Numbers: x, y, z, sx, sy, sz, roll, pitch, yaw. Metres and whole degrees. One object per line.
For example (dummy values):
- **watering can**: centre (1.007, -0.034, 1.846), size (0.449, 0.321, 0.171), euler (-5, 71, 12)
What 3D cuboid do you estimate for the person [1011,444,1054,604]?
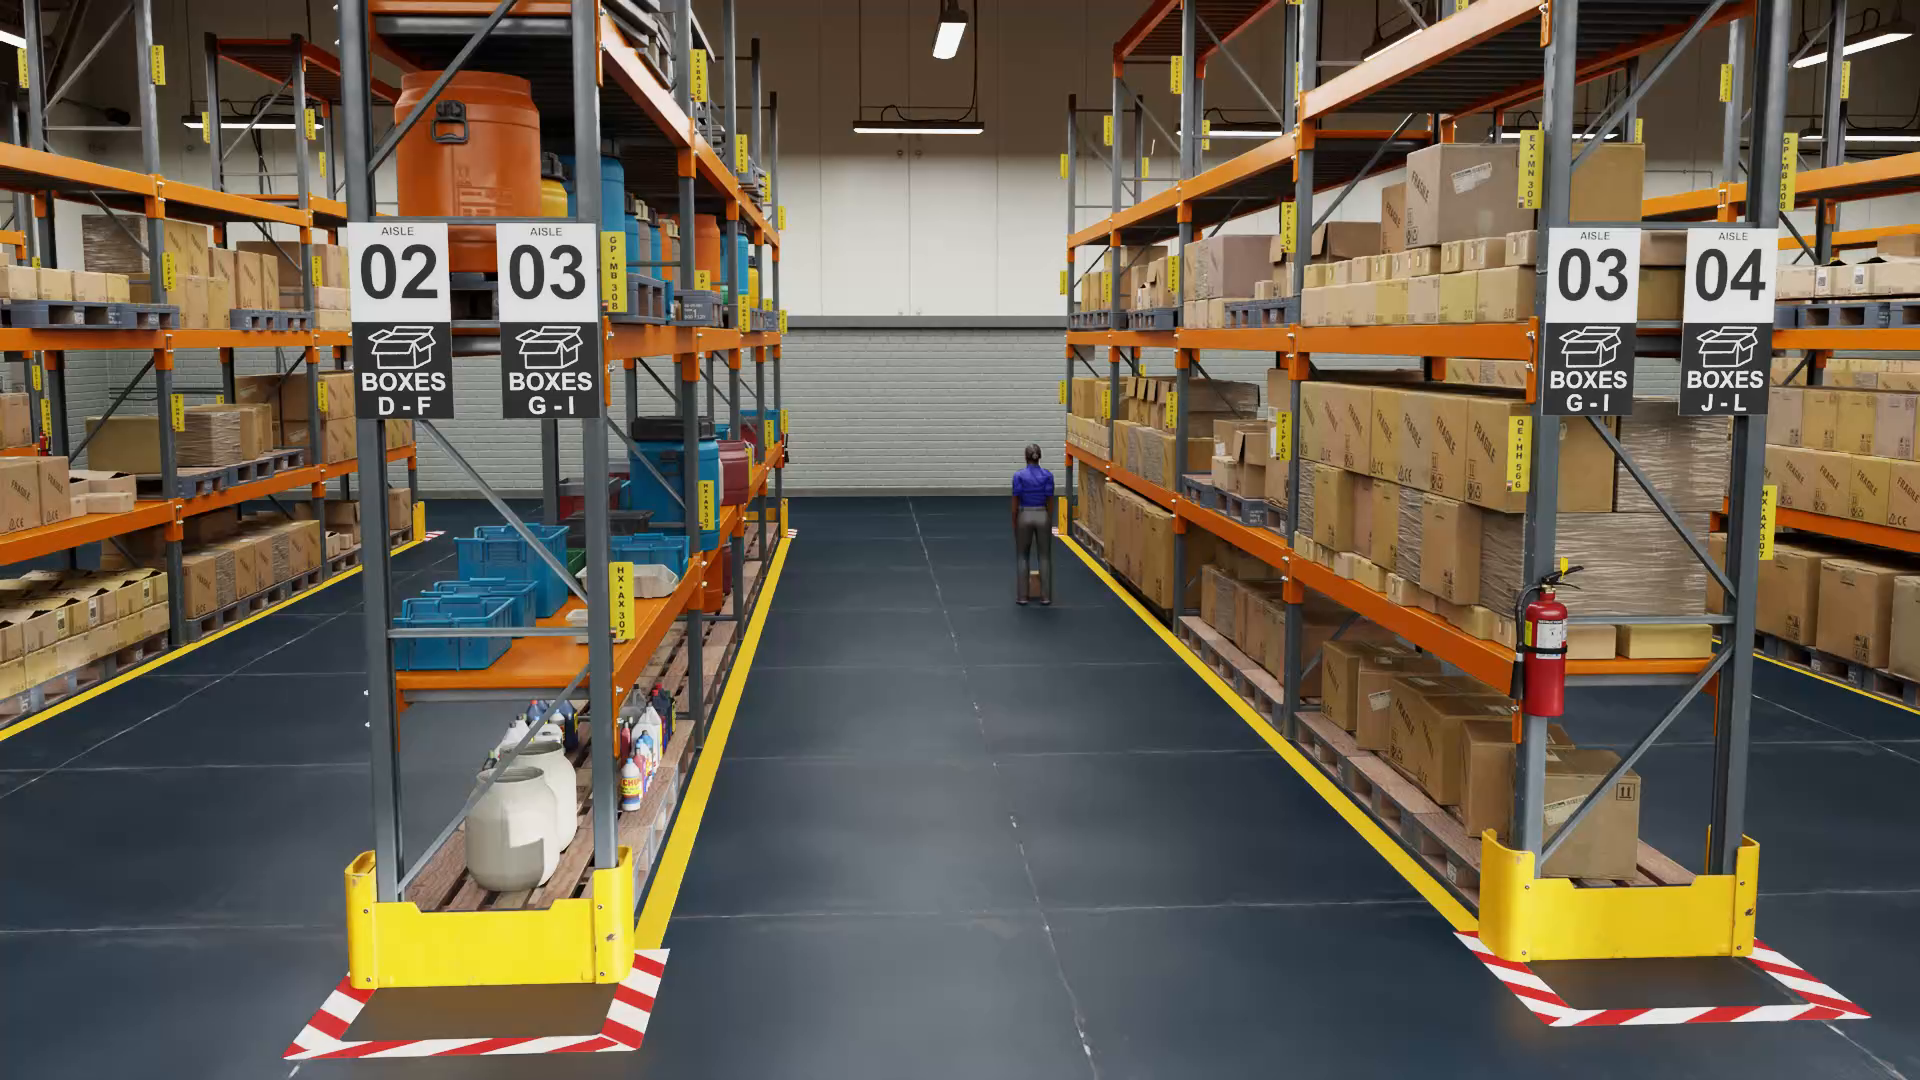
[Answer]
- **person**: centre (0.746, -0.164, 17.141), size (0.438, 1.656, 0.300), euler (0, 7, -3)
